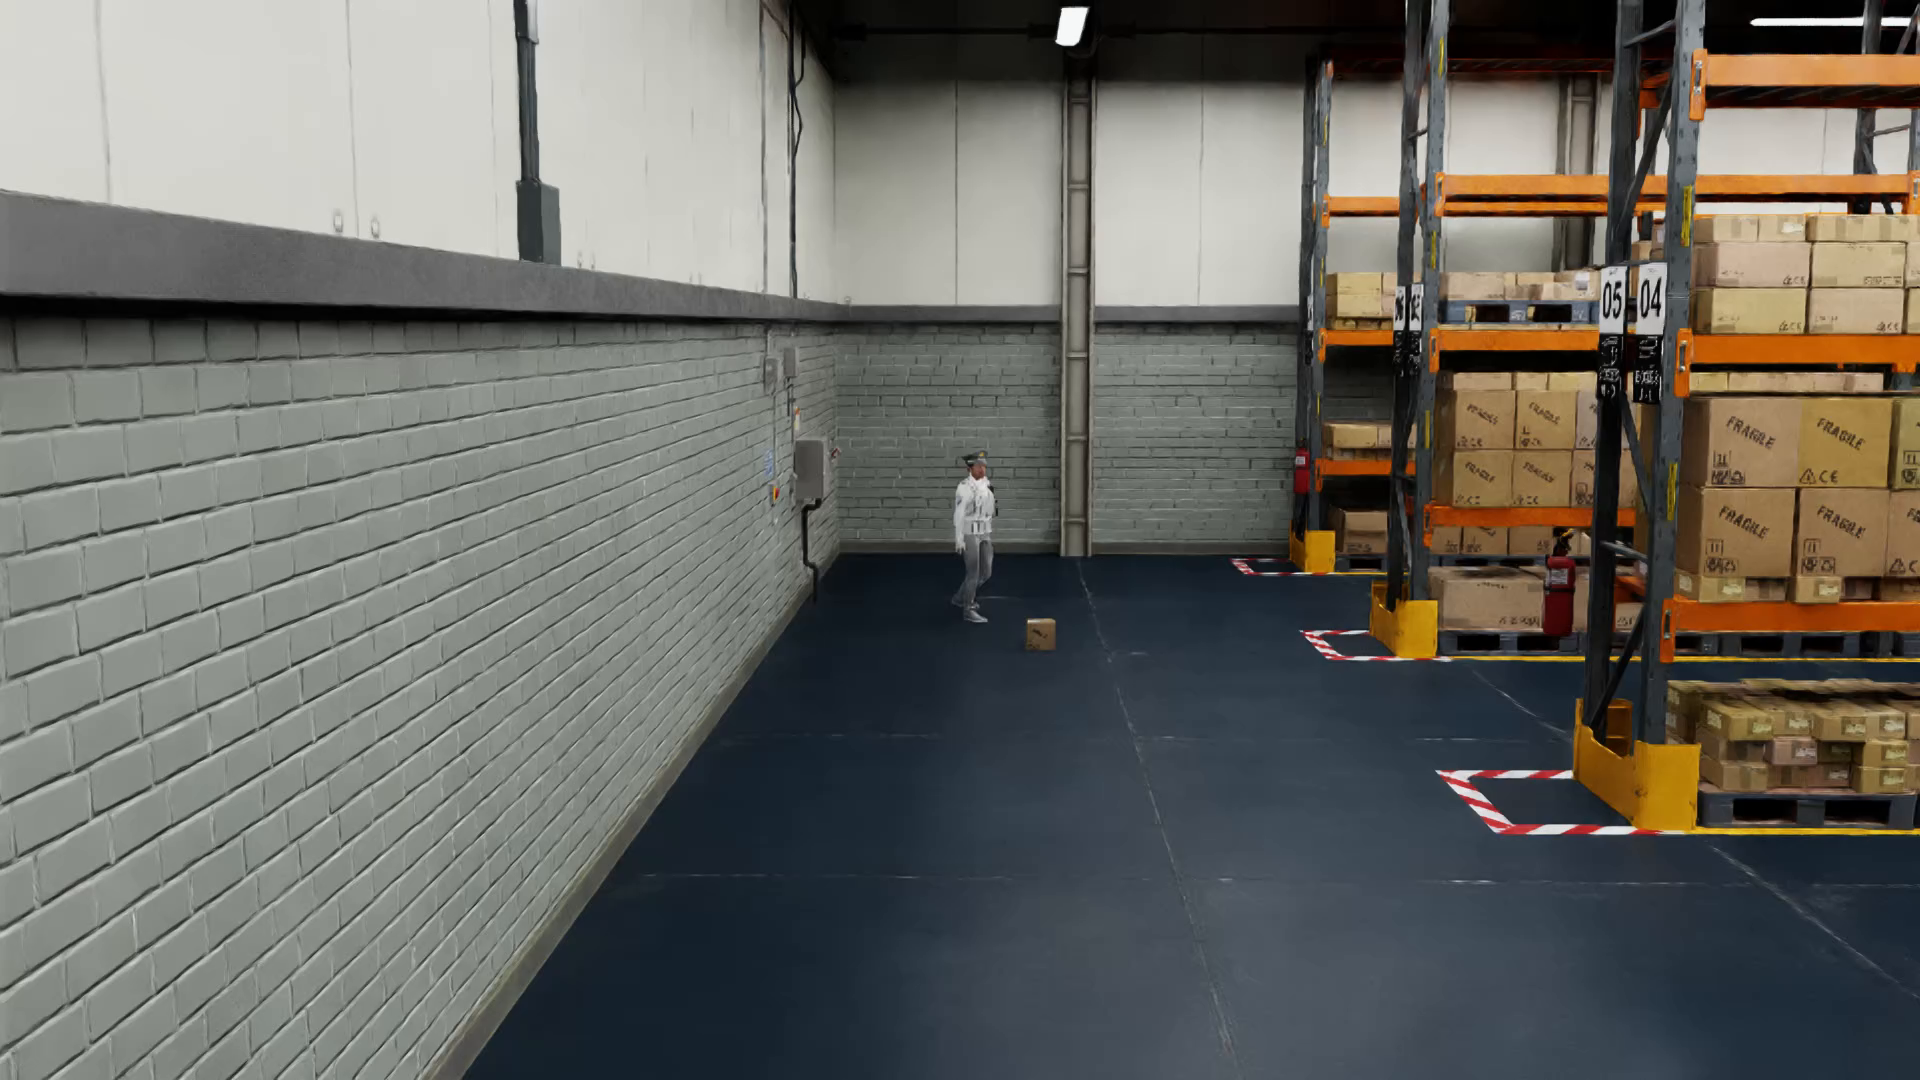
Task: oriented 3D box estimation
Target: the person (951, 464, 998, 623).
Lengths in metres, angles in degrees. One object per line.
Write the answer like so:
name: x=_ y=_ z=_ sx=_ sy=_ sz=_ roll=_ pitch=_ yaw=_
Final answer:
person: x=0.083 y=-0.035 z=16.079 sx=0.529 sy=1.647 sz=0.520 roll=5 pitch=9 yaw=36
